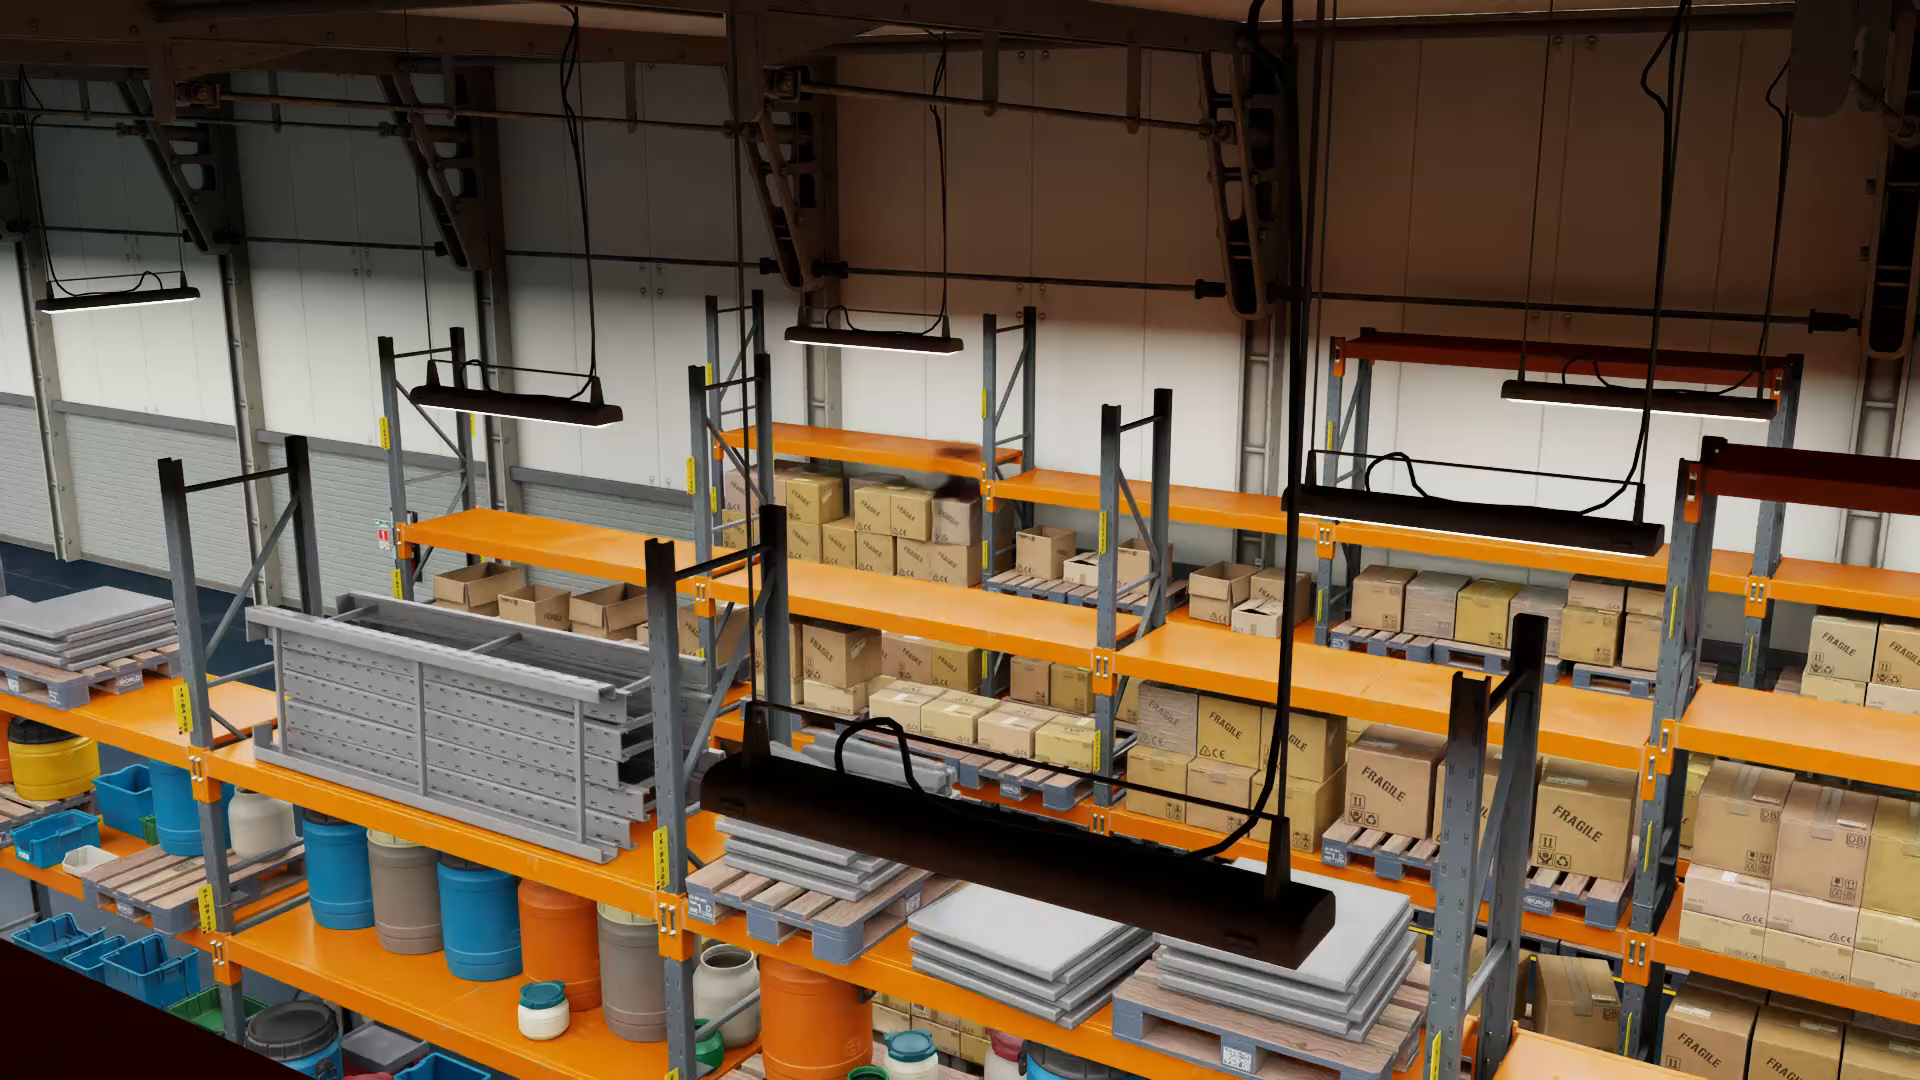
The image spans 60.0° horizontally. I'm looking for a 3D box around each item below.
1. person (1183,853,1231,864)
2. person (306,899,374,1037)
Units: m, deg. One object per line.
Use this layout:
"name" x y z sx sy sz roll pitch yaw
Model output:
"person" 2.362 3.377 15.900 0.995 1.694 0.646 8 16 29
"person" -5.490 3.631 14.813 0.616 1.789 0.420 1 14 4
